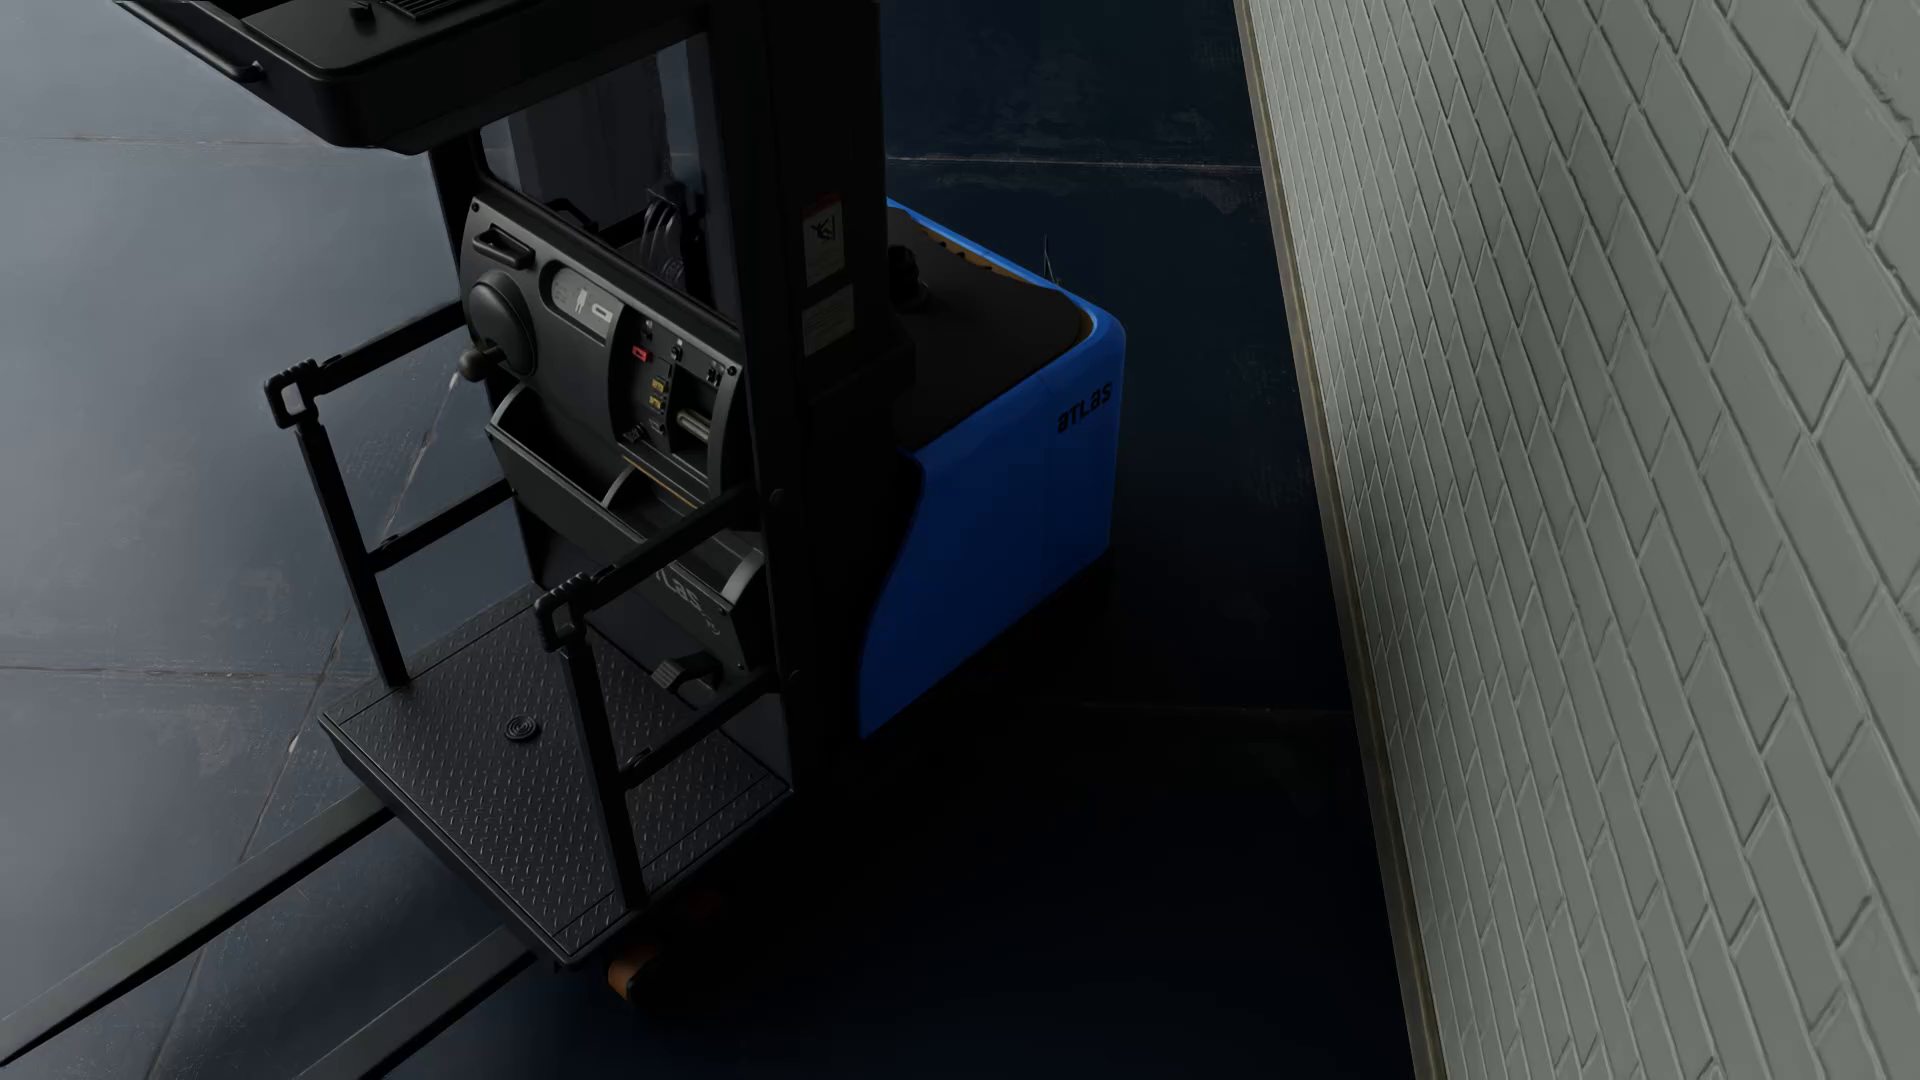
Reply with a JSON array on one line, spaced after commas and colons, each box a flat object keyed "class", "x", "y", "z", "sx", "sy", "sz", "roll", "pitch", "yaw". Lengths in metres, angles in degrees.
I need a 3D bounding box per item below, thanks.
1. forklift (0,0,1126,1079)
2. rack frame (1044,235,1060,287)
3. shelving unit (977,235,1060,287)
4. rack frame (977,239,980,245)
[{"class": "forklift", "x": -0.933, "y": -0.348, "z": 3.473, "sx": 1.130, "sy": 2.935, "sz": 3.031, "roll": 33, "pitch": 52, "yaw": 30}, {"class": "rack frame", "x": 0.268, "y": -0.488, "z": 5.114, "sx": 0.006, "sy": 0.900, "sz": 0.240, "roll": -4, "pitch": 43, "yaw": -5}, {"class": "shelving unit", "x": 0.167, "y": -0.480, "z": 5.106, "sx": 0.210, "sy": 0.900, "sz": 0.258, "roll": -4, "pitch": 43, "yaw": -5}, {"class": "rack frame", "x": 0.066, "y": -0.473, "z": 5.097, "sx": 0.006, "sy": 0.900, "sz": 0.240, "roll": -4, "pitch": 43, "yaw": -5}]
